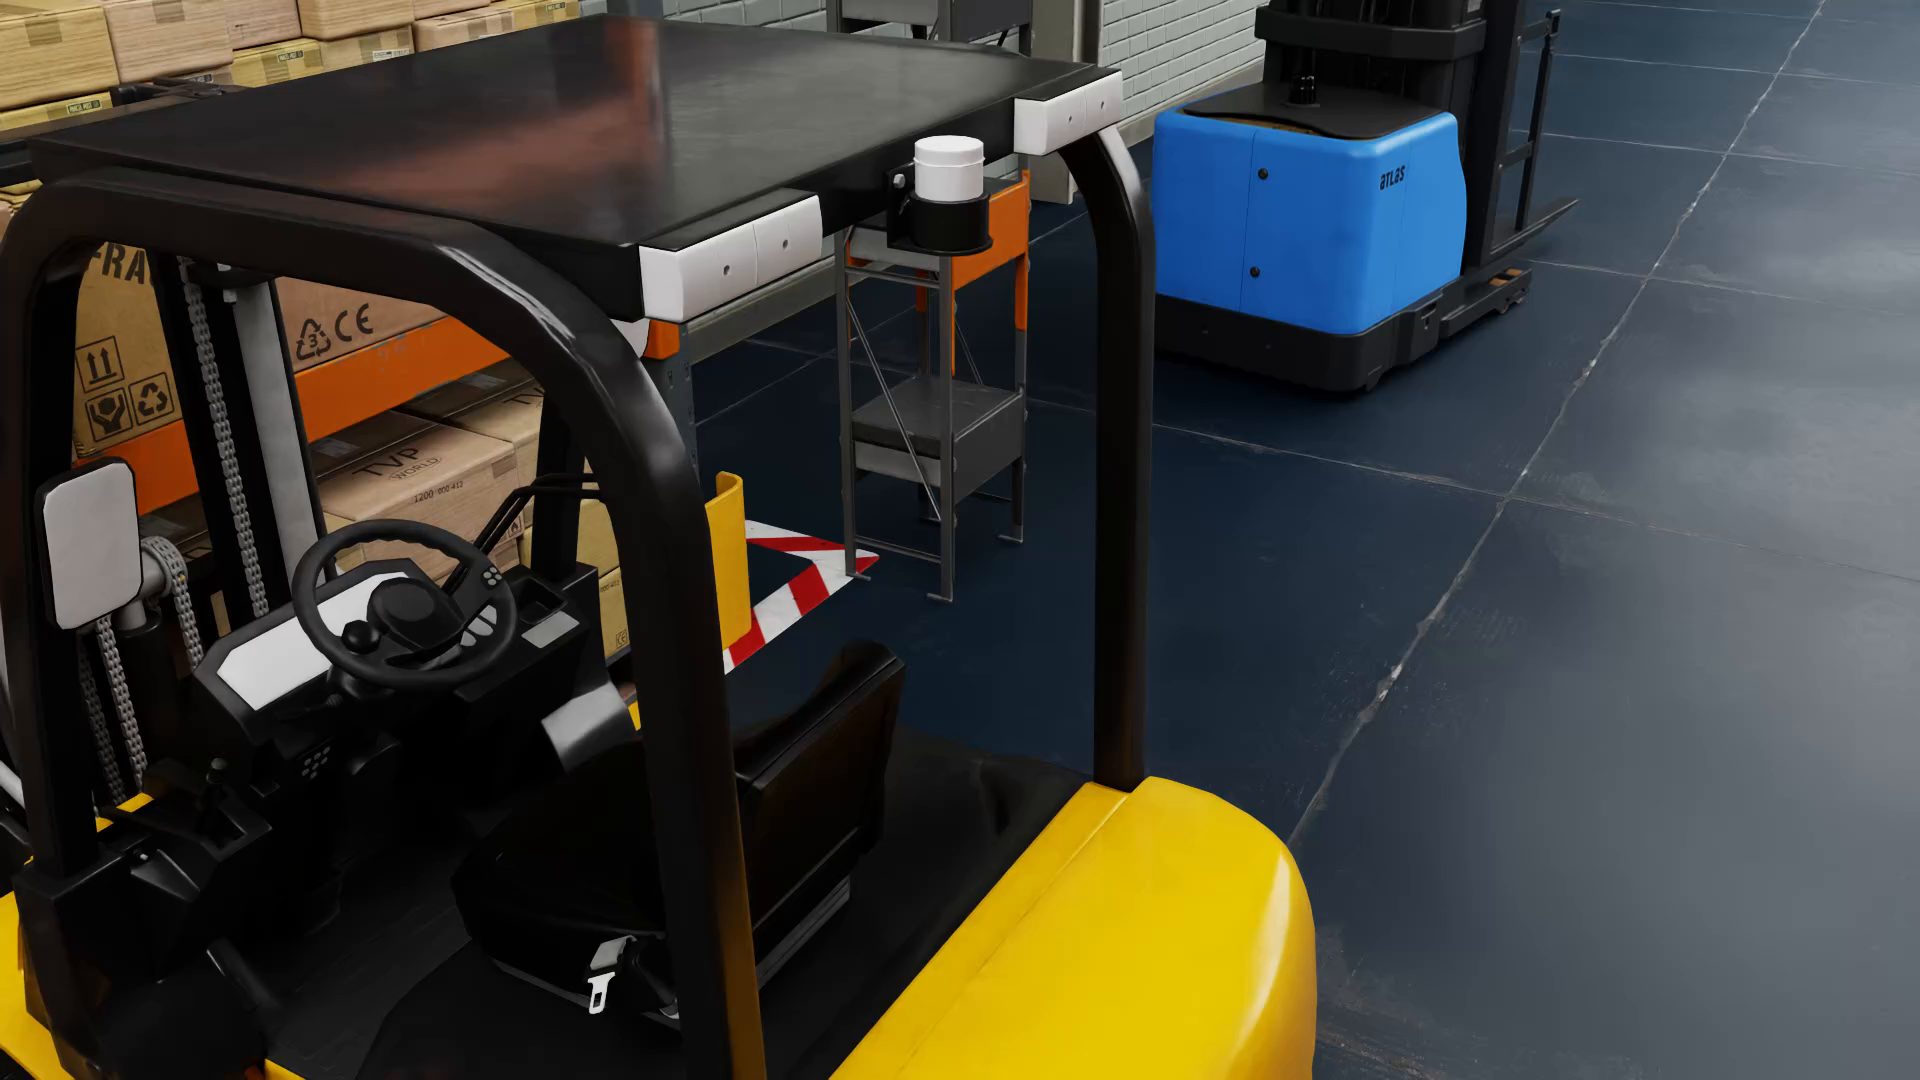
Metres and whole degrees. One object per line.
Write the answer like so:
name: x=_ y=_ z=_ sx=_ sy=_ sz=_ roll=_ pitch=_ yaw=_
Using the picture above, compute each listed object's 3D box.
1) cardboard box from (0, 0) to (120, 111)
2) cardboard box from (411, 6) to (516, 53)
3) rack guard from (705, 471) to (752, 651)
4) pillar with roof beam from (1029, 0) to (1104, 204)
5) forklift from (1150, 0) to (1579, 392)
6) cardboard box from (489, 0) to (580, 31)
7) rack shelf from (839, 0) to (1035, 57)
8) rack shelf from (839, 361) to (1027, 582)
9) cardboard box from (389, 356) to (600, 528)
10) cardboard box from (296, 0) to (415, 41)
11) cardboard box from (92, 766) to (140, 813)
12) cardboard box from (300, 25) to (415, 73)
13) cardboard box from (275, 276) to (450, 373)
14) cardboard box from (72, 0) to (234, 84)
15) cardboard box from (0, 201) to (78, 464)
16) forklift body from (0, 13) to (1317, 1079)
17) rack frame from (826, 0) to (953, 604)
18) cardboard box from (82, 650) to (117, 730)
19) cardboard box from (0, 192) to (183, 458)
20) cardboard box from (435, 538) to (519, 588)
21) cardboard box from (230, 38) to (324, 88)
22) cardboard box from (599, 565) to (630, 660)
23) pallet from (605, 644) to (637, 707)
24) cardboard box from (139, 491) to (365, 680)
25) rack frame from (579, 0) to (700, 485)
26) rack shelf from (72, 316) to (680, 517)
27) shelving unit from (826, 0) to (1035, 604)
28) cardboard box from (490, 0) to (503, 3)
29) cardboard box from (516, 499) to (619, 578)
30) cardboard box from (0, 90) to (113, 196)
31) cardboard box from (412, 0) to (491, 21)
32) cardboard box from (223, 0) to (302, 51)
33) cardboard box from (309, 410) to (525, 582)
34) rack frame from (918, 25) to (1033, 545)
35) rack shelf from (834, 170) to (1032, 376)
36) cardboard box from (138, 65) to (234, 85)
cardboard box: x=-1.767 y=-0.893 z=3.015 sx=0.380 sy=0.149 sz=0.250 roll=15 pitch=30 yaw=27
cardboard box: x=-1.260 y=-1.163 z=3.886 sx=0.380 sy=0.149 sz=0.250 roll=15 pitch=30 yaw=27
rack guard: x=-1.222 y=-0.023 z=5.237 sx=1.175 sy=0.500 sz=0.348 roll=14 pitch=30 yaw=26
pillar with roof beam: x=4.339 y=-5.131 z=5.948 sx=9.100 sy=9.000 sz=0.400 roll=14 pitch=30 yaw=26
forklift: x=2.108 y=-2.508 z=7.485 sx=1.130 sy=2.935 sz=3.031 roll=20 pitch=33 yaw=34
cardboard box: x=-1.160 y=-1.269 z=4.098 sx=0.380 sy=0.149 sz=0.250 roll=15 pitch=30 yaw=27
rack shelf: x=-0.081 y=-1.488 z=4.844 sx=0.431 sy=0.518 sz=0.480 roll=14 pitch=30 yaw=26
rack shelf: x=-0.081 y=-0.236 z=5.471 sx=0.431 sy=0.518 sz=0.480 roll=14 pitch=30 yaw=26
cardboard box: x=-1.188 y=-0.288 z=4.461 sx=0.500 sy=0.250 sz=0.500 roll=15 pitch=30 yaw=28
cardboard box: x=-1.426 y=-1.202 z=3.632 sx=0.380 sy=0.149 sz=0.250 roll=15 pitch=30 yaw=27
cardboard box: x=-1.942 y=0.539 z=3.367 sx=0.500 sy=0.250 sz=0.500 roll=14 pitch=30 yaw=26
cardboard box: x=-1.441 y=-1.075 z=3.711 sx=0.380 sy=0.149 sz=0.250 roll=15 pitch=30 yaw=27
cardboard box: x=-1.510 y=-0.726 z=3.738 sx=0.500 sy=0.500 sz=0.500 roll=15 pitch=30 yaw=28
cardboard box: x=-1.644 y=-0.995 z=3.219 sx=0.380 sy=0.149 sz=0.250 roll=15 pitch=30 yaw=27
cardboard box: x=-2.000 y=-0.328 z=2.943 sx=0.500 sy=0.500 sz=0.500 roll=14 pitch=30 yaw=26
forklift body: x=-0.578 y=0.389 z=2.570 sx=2.313 sy=2.155 sz=1.214 roll=14 pitch=30 yaw=26
rack frame: x=-0.201 y=-0.779 z=4.961 sx=0.400 sy=2.100 sz=0.015 roll=14 pitch=30 yaw=26
cardboard box: x=-1.930 y=0.307 z=3.272 sx=0.500 sy=0.250 sz=0.500 roll=14 pitch=30 yaw=25
cardboard box: x=-1.762 y=-0.526 z=3.339 sx=0.500 sy=0.500 sz=0.500 roll=14 pitch=30 yaw=25
cardboard box: x=-1.457 y=0.139 z=4.166 sx=0.500 sy=0.250 sz=0.500 roll=14 pitch=30 yaw=26
cardboard box: x=-1.573 y=-0.981 z=3.523 sx=0.380 sy=0.149 sz=0.250 roll=14 pitch=30 yaw=26
cardboard box: x=-1.189 y=0.163 z=4.675 sx=0.500 sy=0.250 sz=0.500 roll=14 pitch=30 yaw=26
pallet: x=-1.573 y=0.423 z=4.669 sx=1.003 sy=0.211 sz=1.213 roll=14 pitch=30 yaw=26
cardboard box: x=-1.674 y=0.111 z=3.663 sx=0.500 sy=0.250 sz=0.500 roll=15 pitch=30 yaw=27
rack frame: x=-1.233 y=-1.131 z=4.659 sx=1.000 sy=3.000 sz=0.127 roll=14 pitch=30 yaw=26
rack shelf: x=-2.217 y=-0.030 z=3.263 sx=1.077 sy=0.370 sz=4.000 roll=14 pitch=30 yaw=26
shelving unit: x=-0.081 y=-0.875 z=5.151 sx=0.431 sy=2.100 sz=0.503 roll=14 pitch=30 yaw=26
cardboard box: x=-1.226 y=-1.413 z=4.053 sx=0.380 sy=0.149 sz=0.250 roll=14 pitch=30 yaw=26
cardboard box: x=-1.201 y=-0.054 z=4.552 sx=0.500 sy=0.250 sz=0.500 roll=14 pitch=30 yaw=25
cardboard box: x=-1.770 y=-0.764 z=3.089 sx=0.380 sy=0.149 sz=0.250 roll=14 pitch=30 yaw=26
cardboard box: x=-1.320 y=-1.310 z=3.847 sx=0.380 sy=0.149 sz=0.250 roll=14 pitch=30 yaw=26
cardboard box: x=-1.613 y=-1.121 z=3.471 sx=0.380 sy=0.149 sz=0.250 roll=14 pitch=30 yaw=26
cardboard box: x=-1.434 y=-0.088 z=4.061 sx=0.500 sy=0.250 sz=0.500 roll=15 pitch=30 yaw=27
rack frame: x=0.039 y=-0.970 z=5.341 sx=0.400 sy=2.100 sz=0.015 roll=14 pitch=30 yaw=26
rack shelf: x=-0.081 y=-0.862 z=5.157 sx=0.431 sy=0.518 sz=0.480 roll=14 pitch=30 yaw=26
cardboard box: x=-1.663 y=-0.867 z=3.294 sx=0.380 sy=0.149 sz=0.250 roll=13 pitch=29 yaw=24
